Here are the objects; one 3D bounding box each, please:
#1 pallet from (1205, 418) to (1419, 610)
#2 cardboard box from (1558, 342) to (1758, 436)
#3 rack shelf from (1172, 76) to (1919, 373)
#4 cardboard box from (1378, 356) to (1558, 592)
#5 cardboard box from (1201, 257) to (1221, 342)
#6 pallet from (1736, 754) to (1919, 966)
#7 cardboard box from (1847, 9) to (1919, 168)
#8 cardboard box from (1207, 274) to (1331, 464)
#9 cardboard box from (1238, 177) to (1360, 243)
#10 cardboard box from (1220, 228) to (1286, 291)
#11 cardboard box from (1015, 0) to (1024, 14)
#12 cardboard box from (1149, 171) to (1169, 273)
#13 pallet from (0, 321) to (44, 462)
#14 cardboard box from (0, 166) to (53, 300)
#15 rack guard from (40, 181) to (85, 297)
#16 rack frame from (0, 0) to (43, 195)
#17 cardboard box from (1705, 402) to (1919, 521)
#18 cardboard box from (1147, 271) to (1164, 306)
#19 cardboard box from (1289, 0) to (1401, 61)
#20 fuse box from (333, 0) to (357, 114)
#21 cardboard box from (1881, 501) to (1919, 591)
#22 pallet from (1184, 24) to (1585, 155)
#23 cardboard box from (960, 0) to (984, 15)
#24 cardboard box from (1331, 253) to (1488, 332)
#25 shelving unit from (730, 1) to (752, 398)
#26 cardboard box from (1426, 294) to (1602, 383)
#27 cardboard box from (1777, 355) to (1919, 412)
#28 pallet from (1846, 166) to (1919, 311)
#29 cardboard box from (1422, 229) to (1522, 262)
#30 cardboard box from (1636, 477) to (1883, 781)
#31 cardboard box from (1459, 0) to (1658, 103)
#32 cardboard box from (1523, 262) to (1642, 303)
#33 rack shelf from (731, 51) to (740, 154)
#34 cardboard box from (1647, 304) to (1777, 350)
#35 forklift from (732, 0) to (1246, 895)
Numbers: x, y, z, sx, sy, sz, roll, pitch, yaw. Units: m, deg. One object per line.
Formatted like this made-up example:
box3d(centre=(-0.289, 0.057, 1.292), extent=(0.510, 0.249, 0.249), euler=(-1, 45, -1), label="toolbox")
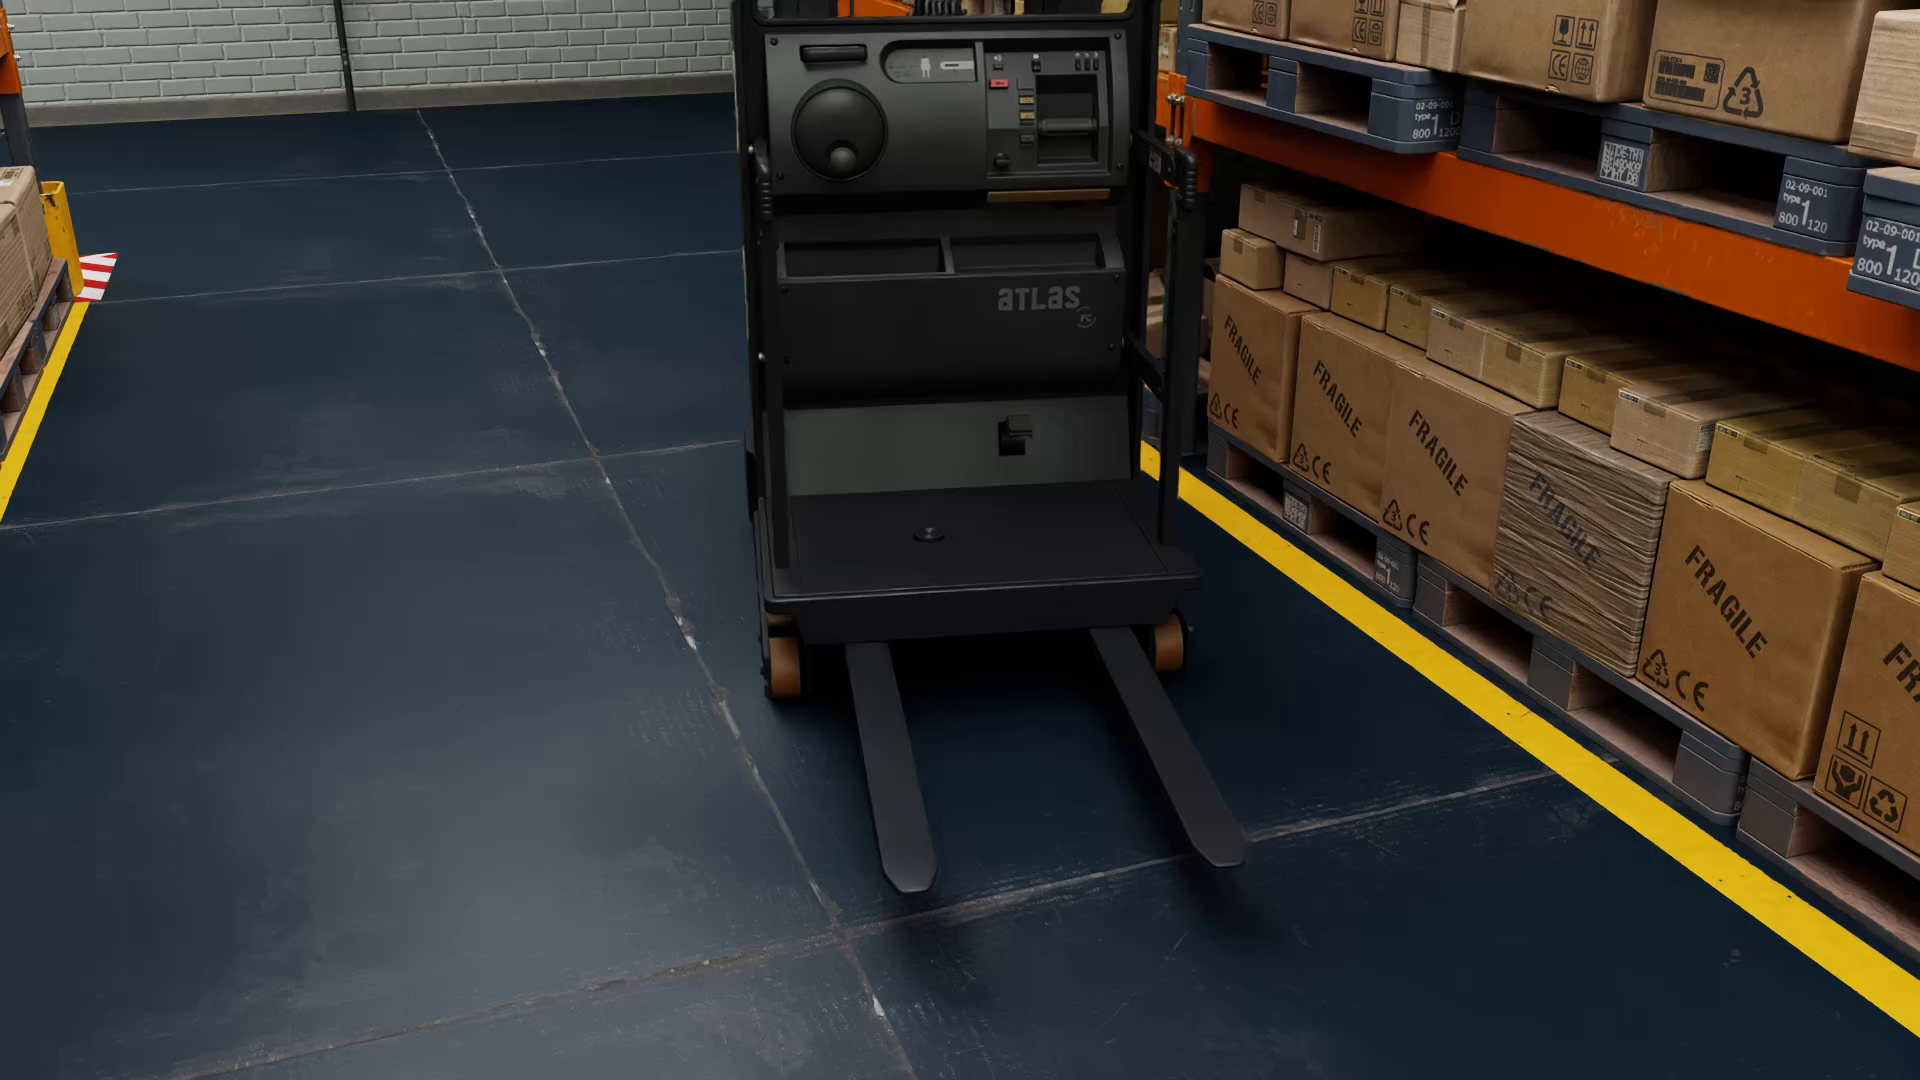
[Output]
box3d(centre=(1.522, -0.181, 5.407), extent=(1.003, 0.211, 1.213), euler=(-8, 24, -19), label="pallet")
box3d(centre=(1.720, -0.370, 4.108), extent=(0.380, 0.149, 0.250), euler=(-8, 24, -19), label="cardboard box")
box3d(centre=(1.906, -0.698, 3.970), extent=(1.077, 0.370, 4.000), euler=(-8, 24, -19), label="rack shelf")
box3d(centre=(1.530, -0.217, 4.580), extent=(0.500, 0.500, 0.500), euler=(-9, 25, -21), label="cardboard box")
box3d(centre=(1.187, -0.983, 6.641), extent=(0.500, 0.311, 0.500), euler=(-7, 24, -17), label="cardboard box")
box3d(centre=(2.384, 0.706, 3.304), extent=(1.003, 0.211, 1.213), euler=(-8, 24, -19), label="pallet")
box3d(centre=(1.937, -0.766, 2.858), extent=(0.500, 0.250, 0.500), euler=(-10, 25, -21), label="cardboard box")
box3d(centre=(1.160, -0.591, 5.468), extent=(0.500, 0.500, 0.500), euler=(-7, 24, -17), label="cardboard box")
box3d(centre=(1.134, -1.075, 5.398), extent=(0.380, 0.149, 0.250), euler=(-9, 24, -20), label="cardboard box")
box3d(centre=(1.078, -0.930, 5.436), extent=(0.380, 0.149, 0.250), euler=(-7, 24, -16), label="cardboard box")
box3d(centre=(0.440, -2.092, 6.675), extent=(0.380, 0.149, 0.250), euler=(-9, 24, -20), label="cardboard box")
box3d(centre=(0.546, -1.323, 7.204), extent=(0.700, 0.500, 0.500), euler=(-9, 25, -21), label="cardboard box")
box3d(centre=(-4.073, -0.520, 6.211), extent=(1.003, 0.211, 1.213), euler=(-8, 24, -19), label="pallet")
box3d(centre=(-4.529, -1.314, 7.263), extent=(0.875, 0.438, 0.875), euler=(-9, 25, -21), label="cardboard box")
box3d(centre=(-4.864, -1.384, 7.890), extent=(1.175, 0.500, 0.348), euler=(-8, 24, -19), label="rack guard")
box3d(centre=(-4.856, -2.527, 7.384), extent=(1.000, 3.000, 0.127), euler=(-8, 24, -19), label="rack frame")
box3d(centre=(1.885, -0.177, 3.651), extent=(0.380, 0.149, 0.250), euler=(-9, 24, -20), label="cardboard box")
box3d(centre=(0.602, -0.982, 6.696), extent=(0.396, 0.266, 0.258), euler=(-7, 24, -17), label="cardboard box")
box3d(centre=(1.344, -1.601, 4.517), extent=(0.700, 0.500, 0.500), euler=(-8, 24, -18), label="cardboard box")
box3d(centre=(-4.853, -4.214, 13.045), extent=(0.539, 1.711, 0.414), euler=(-8, 24, -19), label="fuse box")
box3d(centre=(2.024, 0.015, 3.194), extent=(0.380, 0.149, 0.250), euler=(-9, 25, -21), label="cardboard box")
box3d(centre=(1.380, -1.362, 4.867), extent=(1.003, 0.211, 1.213), euler=(-8, 24, -19), label="pallet")
box3d(centre=(0.167, -2.369, 7.332), extent=(0.380, 0.149, 0.250), euler=(-8, 24, -18), label="cardboard box")
box3d(centre=(1.349, -0.748, 5.005), extent=(0.380, 0.149, 0.250), euler=(-10, 25, -22), label="cardboard box")
box3d(centre=(-0.482, -1.166, 6.086), extent=(0.431, 1.500, 0.755), euler=(-11, 25, -25), label="shelving unit")
box3d(centre=(1.512, -0.554, 4.546), extent=(0.380, 0.149, 0.250), euler=(-8, 24, -19), label="cardboard box")
box3d(centre=(2.213, -0.338, 4.032), extent=(0.380, 0.149, 0.250), euler=(-8, 24, -19), label="cardboard box")
box3d(centre=(2.308, -0.451, 2.705), extent=(1.213, 0.211, 1.003), euler=(-8, 24, -19), label="pallet")
box3d(centre=(1.697, -0.908, 5.384), extent=(0.380, 0.149, 0.250), euler=(-8, 24, -19), label="cardboard box")
box3d(centre=(1.908, 0.158, 3.690), extent=(0.500, 0.500, 0.500), euler=(-7, 24, -17), label="cardboard box")
box3d(centre=(1.622, -1.316, 3.840), extent=(0.700, 0.500, 0.500), euler=(-8, 24, -19), label="cardboard box")
box3d(centre=(1.907, -0.731, 4.965), extent=(0.380, 0.149, 0.250), euler=(-10, 25, -22), label="cardboard box")
box3d(centre=(-0.482, -1.526, 5.934), extent=(0.431, 0.370, 0.720), euler=(-11, 25, -25), label="rack shelf")
box3d(centre=(2.097, -0.538, 4.507), extent=(0.380, 0.149, 0.250), euler=(-8, 24, -18), label="cardboard box")
box3d(centre=(0.005, -1.086, 4.053), extent=(1.130, 2.935, 3.031), euler=(-3, 23, -7), label="forklift")
